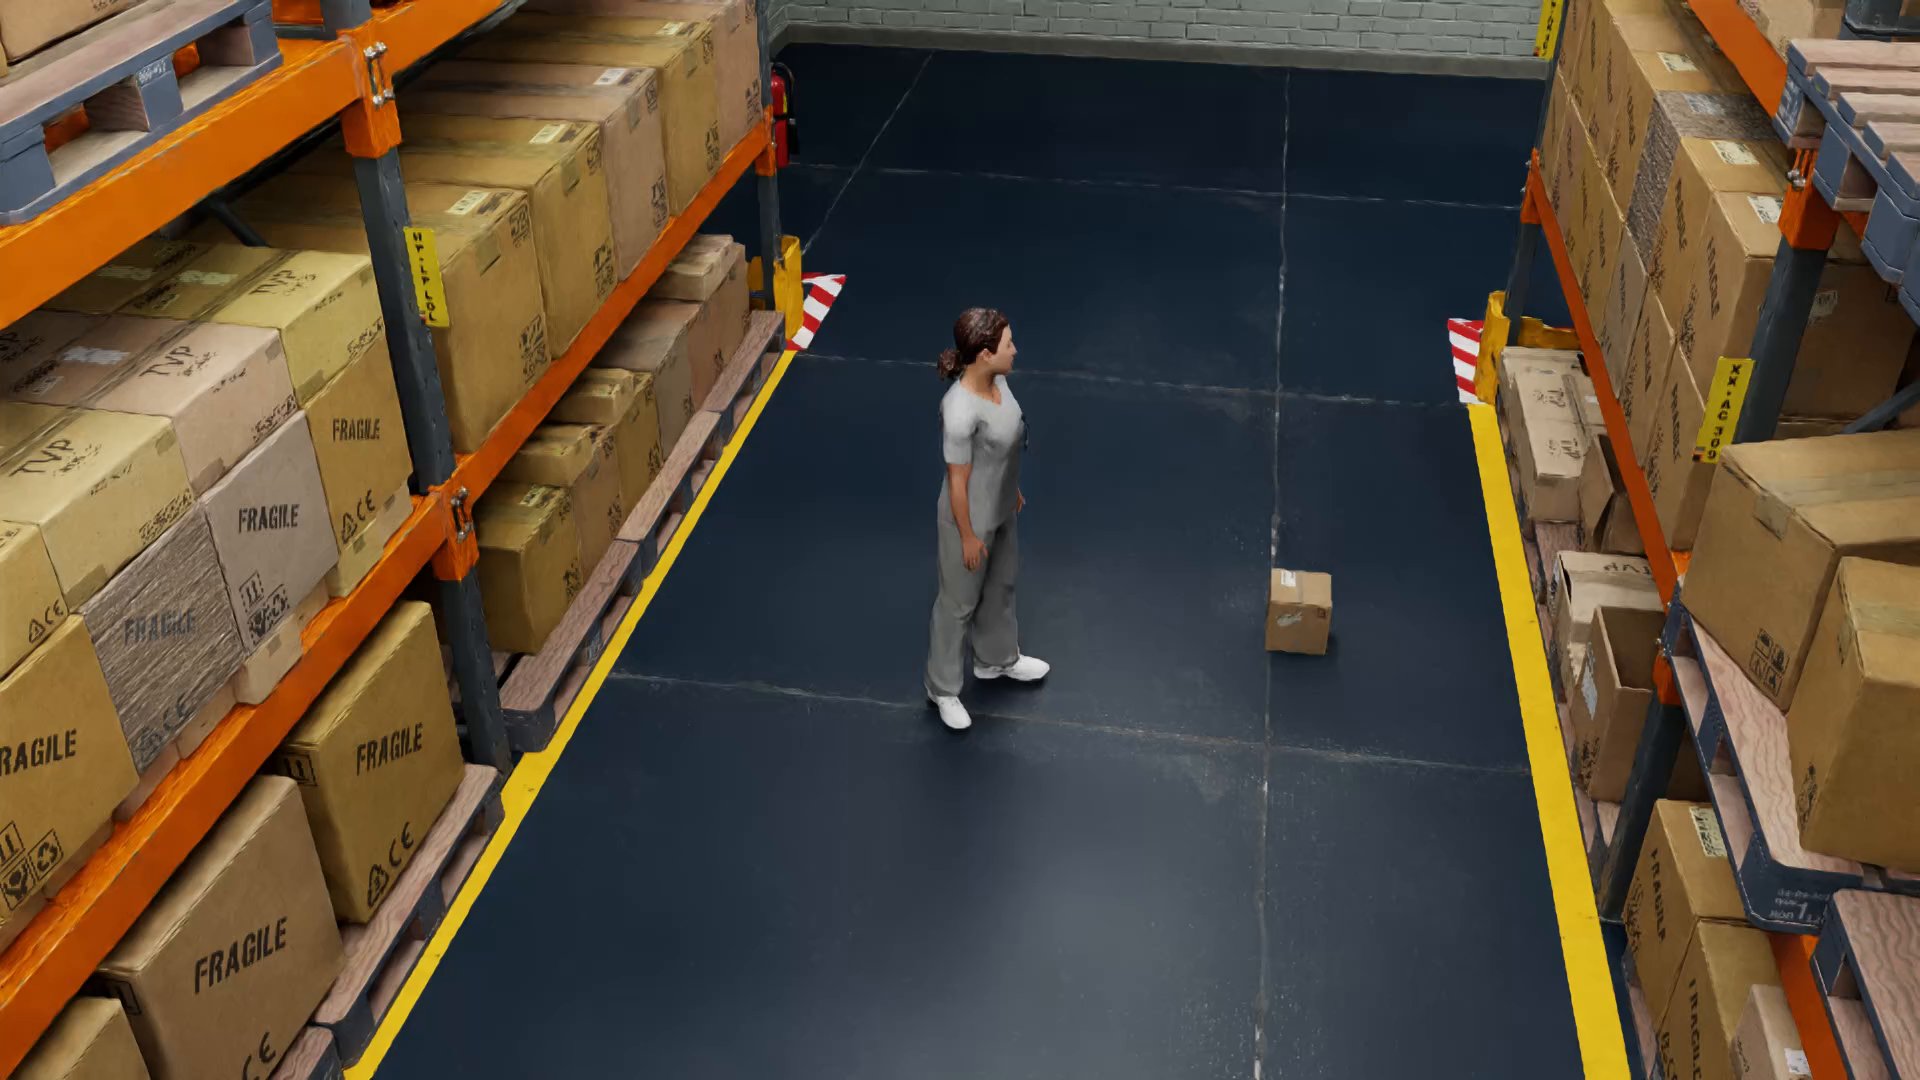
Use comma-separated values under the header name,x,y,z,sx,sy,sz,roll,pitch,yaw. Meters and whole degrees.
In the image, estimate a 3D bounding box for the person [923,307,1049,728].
name,x,y,z,sx,sy,sz,roll,pitch,yaw
person,0.089,-0.086,6.244,0.412,1.658,0.538,14,35,21
